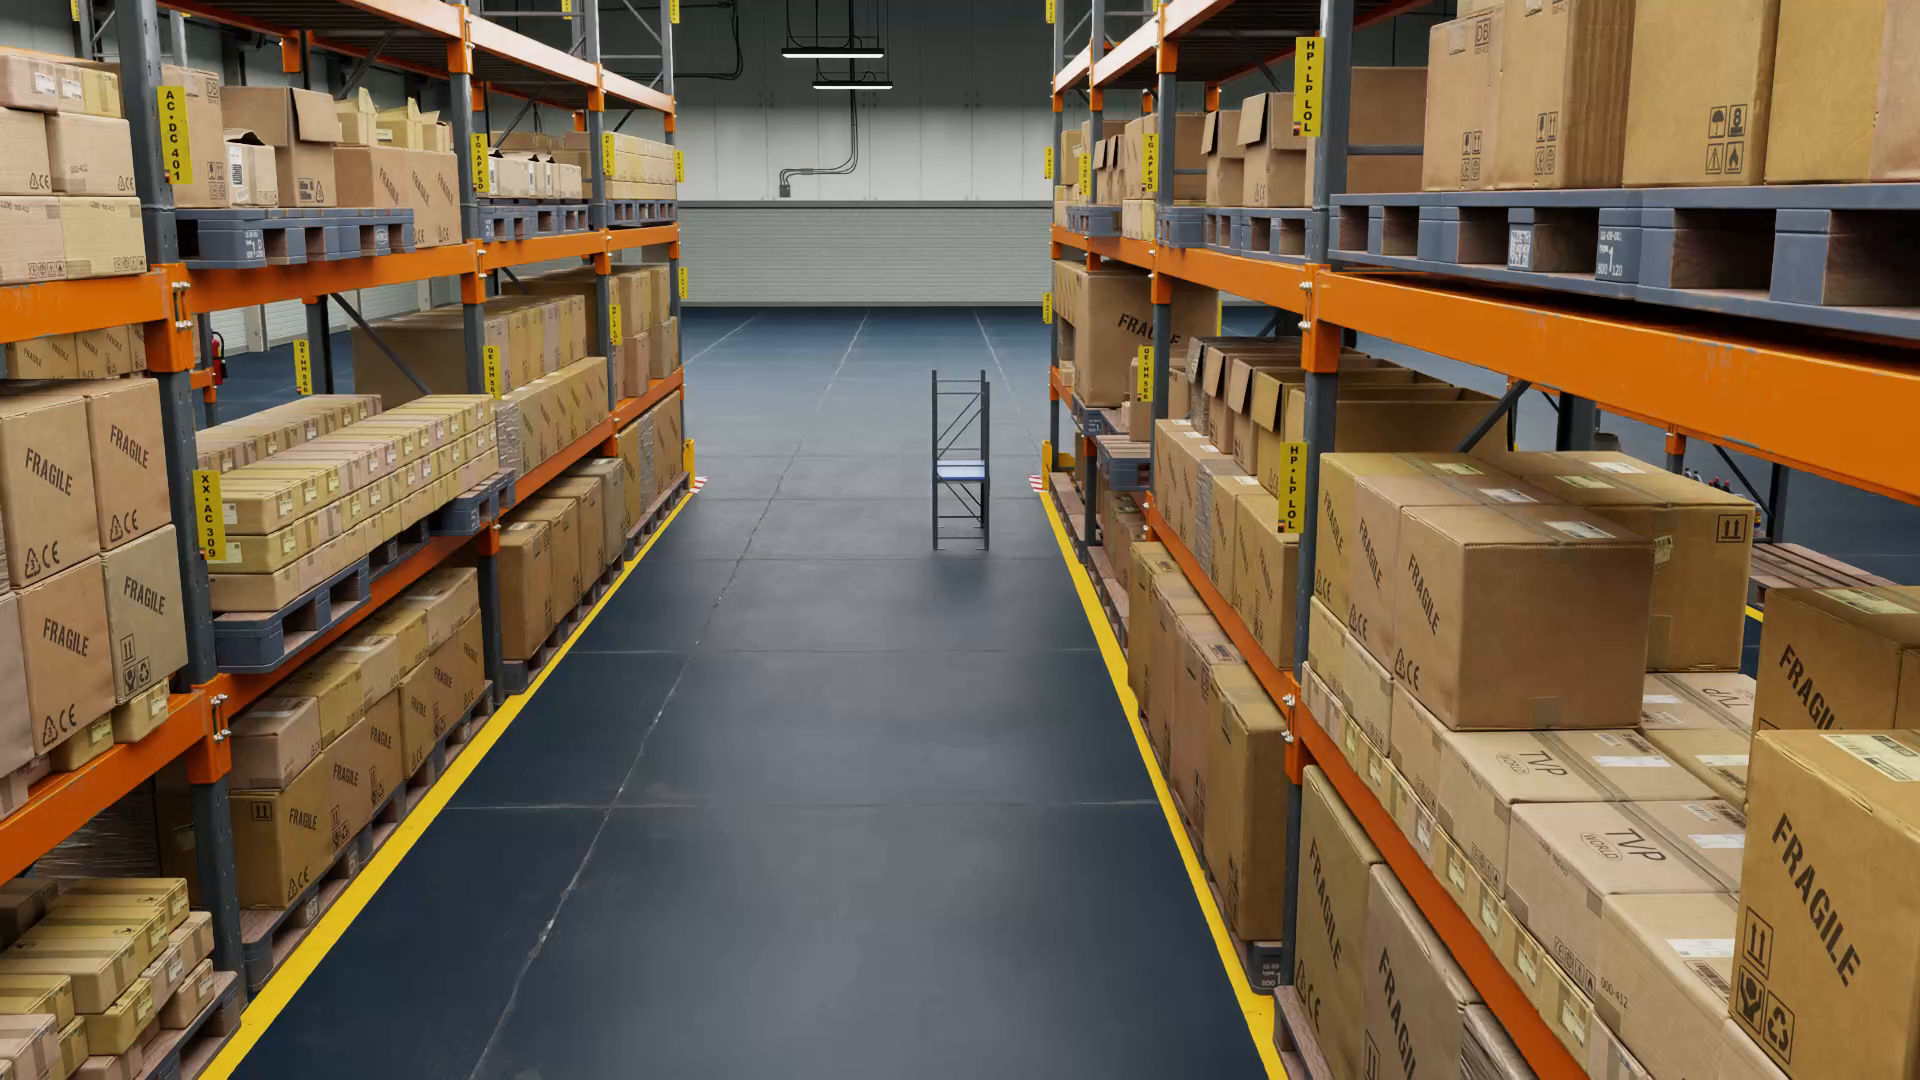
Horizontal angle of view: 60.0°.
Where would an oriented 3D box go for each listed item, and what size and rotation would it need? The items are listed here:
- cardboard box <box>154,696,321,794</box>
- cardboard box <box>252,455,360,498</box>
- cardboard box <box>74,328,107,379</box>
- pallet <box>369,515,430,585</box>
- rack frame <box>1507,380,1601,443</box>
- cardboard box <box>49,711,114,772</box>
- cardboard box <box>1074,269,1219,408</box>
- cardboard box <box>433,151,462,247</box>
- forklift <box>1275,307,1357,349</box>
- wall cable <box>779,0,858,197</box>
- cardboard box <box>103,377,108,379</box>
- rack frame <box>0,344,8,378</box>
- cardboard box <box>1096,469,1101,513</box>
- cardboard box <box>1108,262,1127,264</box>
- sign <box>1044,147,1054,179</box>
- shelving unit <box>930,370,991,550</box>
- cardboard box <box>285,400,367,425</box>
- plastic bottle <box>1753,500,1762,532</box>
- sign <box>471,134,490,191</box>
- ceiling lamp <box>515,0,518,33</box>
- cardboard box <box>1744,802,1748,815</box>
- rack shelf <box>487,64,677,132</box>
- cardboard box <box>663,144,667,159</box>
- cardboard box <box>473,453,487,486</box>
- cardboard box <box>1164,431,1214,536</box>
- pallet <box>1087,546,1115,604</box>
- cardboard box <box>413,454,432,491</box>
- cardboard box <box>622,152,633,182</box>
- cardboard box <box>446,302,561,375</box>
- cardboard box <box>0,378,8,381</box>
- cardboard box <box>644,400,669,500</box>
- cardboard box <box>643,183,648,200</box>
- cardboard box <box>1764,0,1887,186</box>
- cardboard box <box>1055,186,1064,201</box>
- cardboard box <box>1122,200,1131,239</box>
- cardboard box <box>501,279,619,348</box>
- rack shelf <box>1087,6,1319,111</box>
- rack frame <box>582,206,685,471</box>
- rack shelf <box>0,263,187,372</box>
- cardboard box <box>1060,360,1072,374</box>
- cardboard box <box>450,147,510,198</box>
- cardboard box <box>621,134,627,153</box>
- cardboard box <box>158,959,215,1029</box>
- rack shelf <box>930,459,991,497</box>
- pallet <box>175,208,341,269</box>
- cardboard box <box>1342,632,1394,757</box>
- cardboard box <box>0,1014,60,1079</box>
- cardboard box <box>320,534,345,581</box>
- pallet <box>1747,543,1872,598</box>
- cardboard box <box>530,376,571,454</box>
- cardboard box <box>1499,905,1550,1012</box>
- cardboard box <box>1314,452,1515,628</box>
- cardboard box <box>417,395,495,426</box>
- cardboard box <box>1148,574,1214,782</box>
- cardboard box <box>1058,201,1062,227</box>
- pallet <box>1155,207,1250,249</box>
[{"bbox_3d":[-2.987,0.844,6.892,0.500,0.250,0.500,-1,11,-4],"label":"cardboard box"},{"bbox_3d":[-2.801,-0.270,7.118,0.380,0.149,0.250,0,11,-2],"label":"cardboard box"},{"bbox_3d":[-8.109,-1.693,15.050,0.500,0.500,0.500,0,11,-2],"label":"cardboard box"},{"bbox_3d":[-3.237,0.032,8.030,1.003,0.211,1.213,0,11,-1],"label":"pallet"},{"bbox_3d":[6.429,-2.066,17.890,1.000,3.000,0.127,0,11,-1],"label":"rack frame"},{"bbox_3d":[-2.936,0.623,5.267,0.380,0.149,0.250,0,11,1],"label":"cardboard box"},{"bbox_3d":[1.436,-1.592,12.987,1.000,1.000,1.000,0,11,-1],"label":"cardboard box"},{"bbox_3d":[-3.053,-1.862,9.087,0.500,0.500,0.500,0,11,-1],"label":"cardboard box"},{"bbox_3d":[3.596,-1.412,14.836,3.031,2.935,1.130,6,13,26],"label":"forklift"},{"bbox_3d":[-4.147,-13.039,48.334,2.305,6.003,0.169,0,11,-1],"label":"wall cable"},{"bbox_3d":[-8.051,-1.405,15.263,0.380,0.149,0.250,0,11,-1],"label":"cardboard box"},{"bbox_3d":[-8.348,-1.210,13.669,1.000,3.000,0.127,0,11,-1],"label":"rack frame"},{"bbox_3d":[1.481,-0.548,15.637,0.500,0.500,0.500,-1,12,-6],"label":"cardboard box"},{"bbox_3d":[1.752,-2.523,16.627,0.500,0.500,0.500,0,11,-1],"label":"cardboard box"},{"bbox_3d":[0.935,-3.942,17.393,0.100,0.325,0.005,0,11,-1],"label":"sign"},{"bbox_3d":[-0.002,-0.752,15.184,0.538,1.500,1.048,0,11,-1],"label":"shelving unit"},{"bbox_3d":[-3.494,-0.683,9.153,0.380,0.149,0.250,-1,11,-3],"label":"cardboard box"},{"bbox_3d":[6.944,-0.215,14.519,0.097,0.271,0.097,0,11,0],"label":"plastic bottle"},{"bbox_3d":[-2.776,-2.180,9.609,0.100,0.325,0.005,0,11,-1],"label":"sign"},{"bbox_3d":[-10.071,-12.857,41.312,2.000,3.185,0.800,0,11,-1],"label":"ceiling lamp"},{"bbox_3d":[2.044,0.763,3.575,0.500,0.250,0.500,-1,11,-3],"label":"cardboard box"},{"bbox_3d":[-3.442,-4.039,15.343,1.077,0.370,4.000,0,11,-1],"label":"rack shelf"},{"bbox_3d":[-3.129,-3.872,16.565,0.380,0.149,0.250,0,11,0],"label":"cardboard box"},{"bbox_3d":[-2.845,-0.392,9.215,0.380,0.149,0.250,0,11,-1],"label":"cardboard box"},{"bbox_3d":[1.394,-0.304,8.954,0.500,0.500,0.500,-1,11,-3],"label":"cardboard box"},{"bbox_3d":[1.577,0.271,13.384,1.003,0.211,1.213,0,11,-1],"label":"pallet"},{"bbox_3d":[-2.824,-0.331,8.164,0.380,0.149,0.250,0,11,0],"label":"cardboard box"},{"bbox_3d":[-3.143,-3.246,14.483,0.500,0.250,0.500,0,11,-2],"label":"cardboard box"},{"bbox_3d":[-3.362,-1.488,12.274,0.700,0.500,0.500,0,11,-1],"label":"cardboard box"},{"bbox_3d":[-3.470,-0.254,5.444,0.500,0.500,0.500,0,11,0],"label":"cardboard box"},{"bbox_3d":[-3.383,-0.901,16.432,0.875,0.875,0.875,0,11,-2],"label":"cardboard box"},{"bbox_3d":[-3.100,-3.228,15.398,0.380,0.149,0.250,0,11,0],"label":"cardboard box"},{"bbox_3d":[1.852,-0.855,2.814,0.700,0.500,0.500,-1,11,-3],"label":"cardboard box"},{"bbox_3d":[1.160,-3.530,16.936,0.380,0.149,0.250,0,11,0],"label":"cardboard box"},{"bbox_3d":[1.356,-2.144,11.106,0.500,0.250,0.500,0,11,0],"label":"cardboard box"},{"bbox_3d":[-3.374,-1.926,14.108,0.875,0.550,0.550,0,11,-1],"label":"cardboard box"},{"bbox_3d":[1.601,-3.245,11.425,1.077,0.370,4.000,0,11,-1],"label":"rack shelf"},{"bbox_3d":[-3.484,-2.045,17.788,1.000,3.000,0.127,0,11,-1],"label":"rack frame"},{"bbox_3d":[-3.194,-0.380,3.844,1.077,0.370,4.000,0,11,-1],"label":"rack shelf"},{"bbox_3d":[1.221,-1.765,17.040,0.380,0.149,0.250,0,11,-1],"label":"cardboard box"},{"bbox_3d":[-3.113,-2.281,10.322,0.500,0.311,0.500,0,11,-1],"label":"cardboard box"},{"bbox_3d":[-3.080,-3.418,14.326,0.380,0.149,0.250,0,11,-2],"label":"cardboard box"},{"bbox_3d":[-2.887,1.608,5.894,0.380,0.149,0.250,0,11,0],"label":"cardboard box"},{"bbox_3d":[-0.002,-0.576,15.220,0.538,0.185,1.000,0,11,-1],"label":"rack shelf"},{"bbox_3d":[-3.142,-1.161,6.357,1.213,0.211,1.003,0,11,-1],"label":"pallet"},{"bbox_3d":[1.478,0.461,5.064,0.500,0.250,0.500,0,11,-1],"label":"cardboard box"},{"bbox_3d":[-2.886,1.515,4.857,0.380,0.149,0.250,-1,11,-4],"label":"cardboard box"},{"bbox_3d":[-2.797,0.072,6.925,0.380,0.149,0.250,0,11,-1],"label":"cardboard box"},{"bbox_3d":[6.567,0.252,13.479,1.003,0.211,1.213,0,11,-1],"label":"pallet"},{"bbox_3d":[-3.089,-0.895,11.865,0.500,0.500,0.500,0,11,-2],"label":"cardboard box"},{"bbox_3d":[1.443,0.934,3.734,0.380,0.149,0.250,0,11,-1],"label":"cardboard box"},{"bbox_3d":[1.480,-0.004,5.468,0.500,0.500,0.500,0,11,-1],"label":"cardboard box"},{"bbox_3d":[-2.850,-0.734,9.402,0.380,0.149,0.250,-1,11,-3],"label":"cardboard box"},{"bbox_3d":[1.647,0.695,8.570,1.225,0.875,0.875,0,11,-1],"label":"cardboard box"},{"bbox_3d":[1.246,-3.243,16.523,0.500,0.250,0.500,0,11,-2],"label":"cardboard box"},{"bbox_3d":[1.709,-1.705,9.041,1.213,0.211,1.003,0,11,1],"label":"pallet"}]
